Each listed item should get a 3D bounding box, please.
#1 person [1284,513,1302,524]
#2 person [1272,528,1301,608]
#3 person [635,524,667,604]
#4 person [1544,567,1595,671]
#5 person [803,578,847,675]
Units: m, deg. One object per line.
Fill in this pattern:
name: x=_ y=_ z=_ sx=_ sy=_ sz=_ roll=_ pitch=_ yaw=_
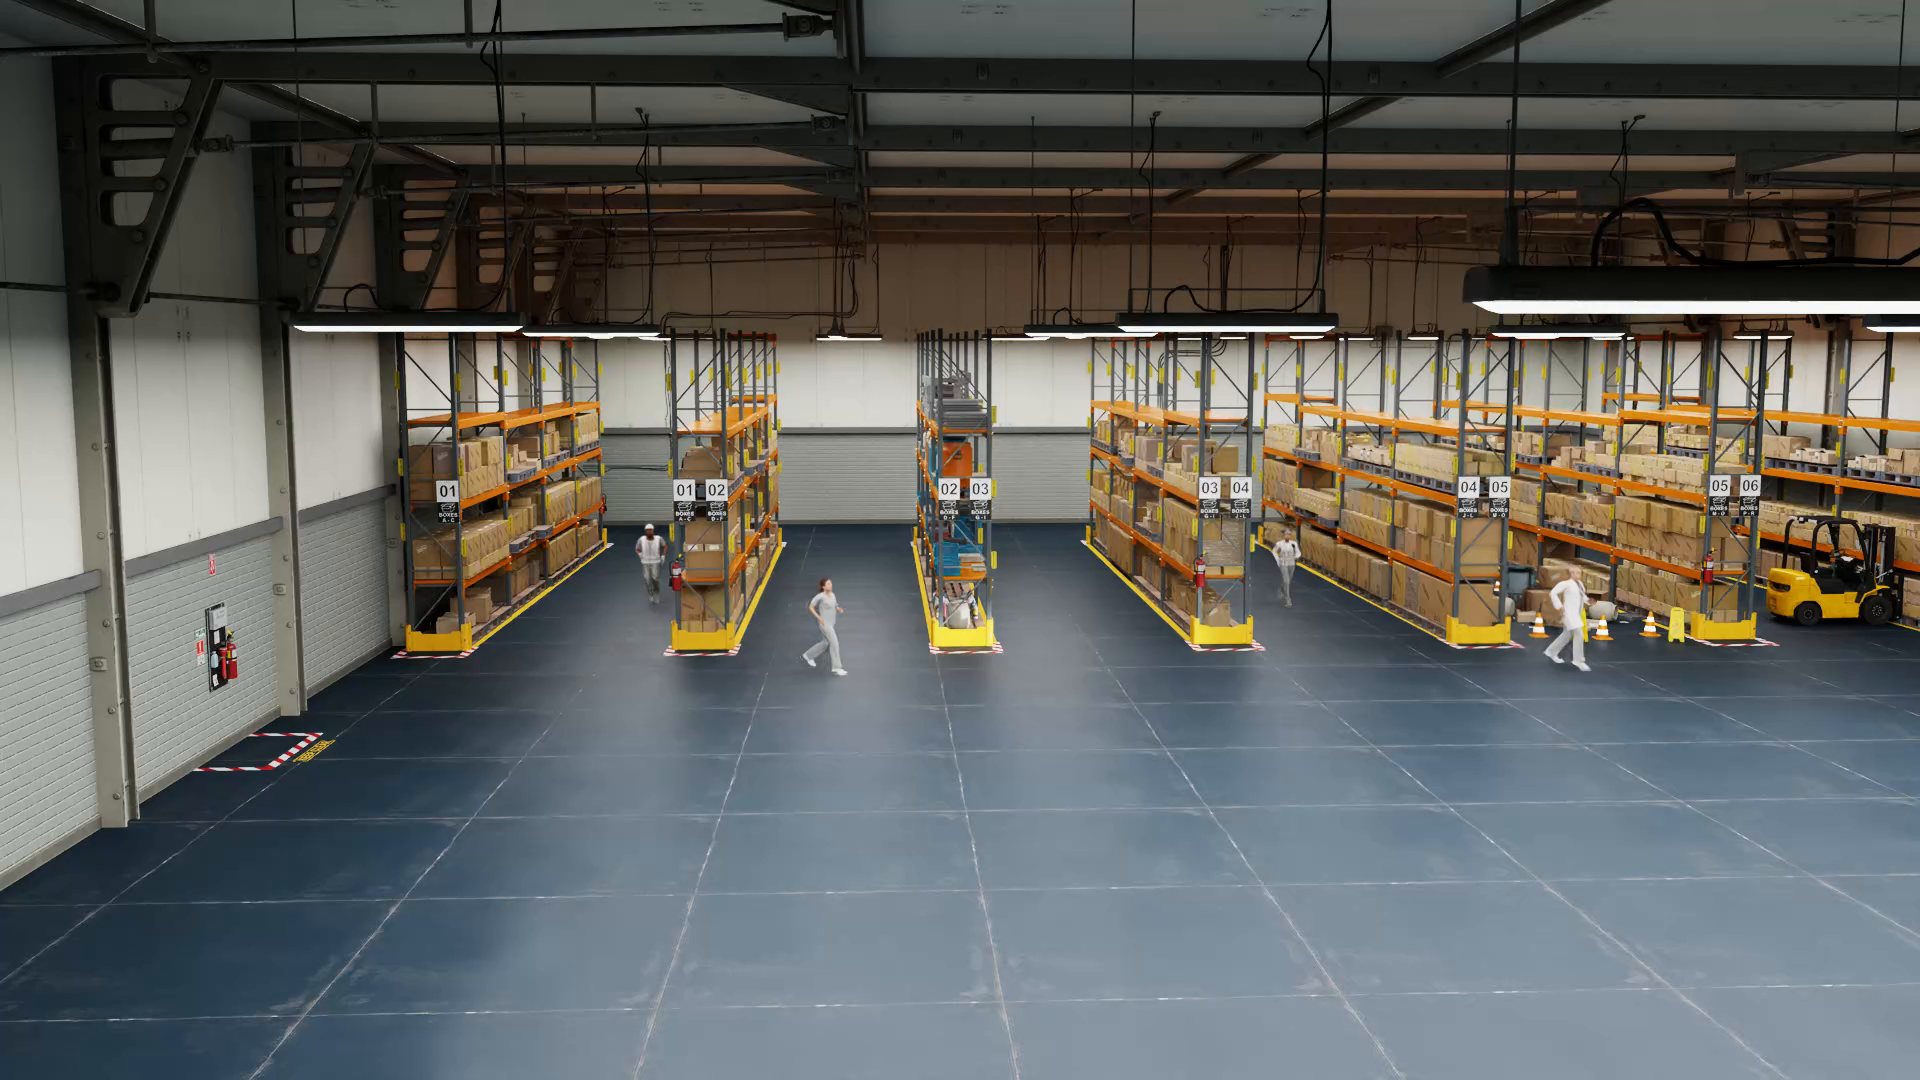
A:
person: x=9.873 y=-0.915 z=49.079 sx=0.639 sy=1.750 sz=0.707 roll=0 pitch=7 yaw=1
person: x=7.197 y=0.583 z=36.555 sx=0.603 sy=1.710 sz=0.842 roll=-1 pitch=7 yaw=-6
person: x=-6.826 y=0.533 z=36.649 sx=0.669 sy=1.773 sz=0.676 roll=0 pitch=7 yaw=-1
person: x=10.840 y=1.372 z=29.483 sx=0.875 sy=1.827 sz=0.693 roll=6 pitch=9 yaw=43
person: x=-2.347 y=1.484 z=29.003 sx=0.891 sy=1.680 sz=0.558 roll=3 pitch=8 yaw=27
